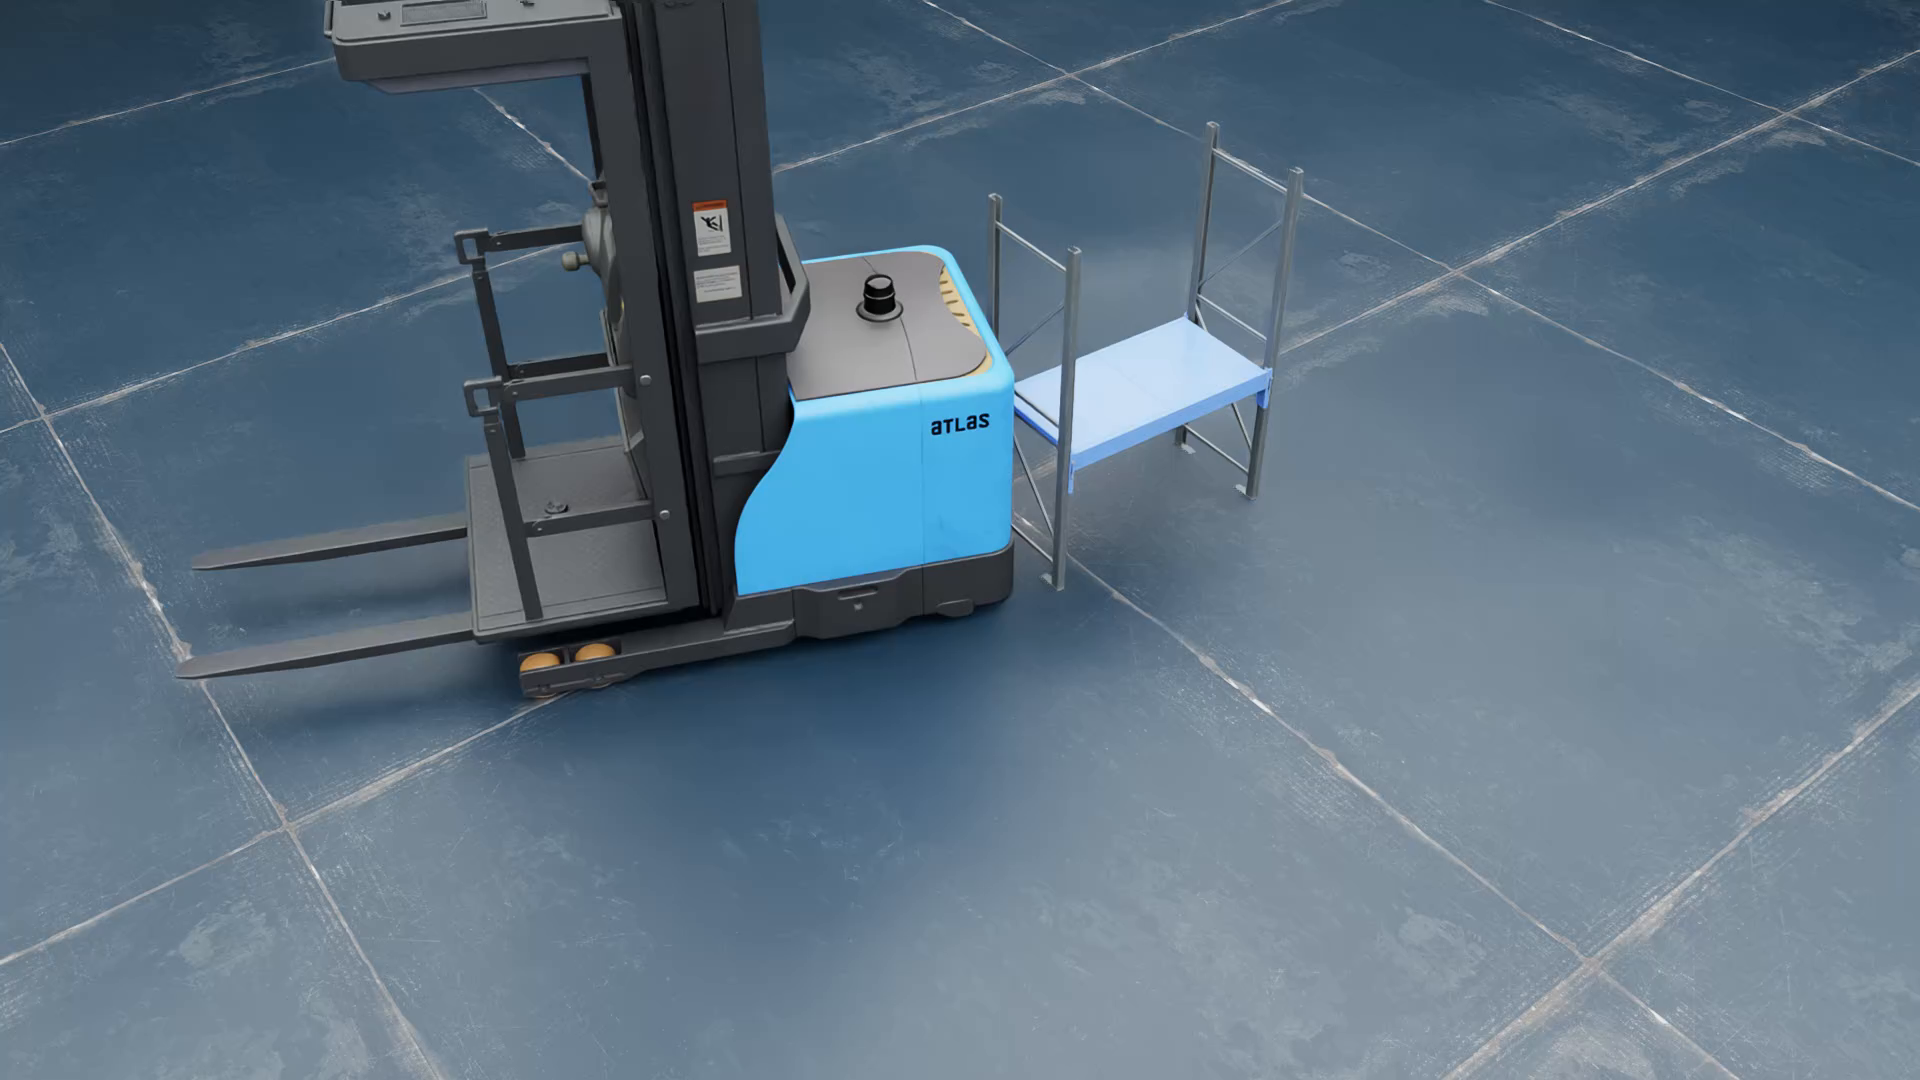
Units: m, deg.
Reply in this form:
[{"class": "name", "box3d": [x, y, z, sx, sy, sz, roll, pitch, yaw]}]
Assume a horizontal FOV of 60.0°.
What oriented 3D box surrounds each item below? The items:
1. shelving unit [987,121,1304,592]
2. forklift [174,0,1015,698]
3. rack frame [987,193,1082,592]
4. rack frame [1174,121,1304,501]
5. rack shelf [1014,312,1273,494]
[{"class": "shelving unit", "box3d": [0.672, -0.695, 6.415, 1.048, 1.500, 0.538, -24, 45, -26]}, {"class": "forklift", "box3d": [-1.369, -0.931, 5.575, 3.031, 2.935, 1.130, -10, 40, -11]}, {"class": "rack frame", "box3d": [0.254, -0.512, 6.191, 0.032, 1.500, 0.500, -24, 45, -26]}, {"class": "rack frame", "box3d": [1.090, -0.879, 6.638, 0.032, 1.500, 0.500, -24, 45, -26]}, {"class": "rack shelf", "box3d": [0.672, -0.556, 6.529, 1.000, 0.185, 0.538, -24, 45, -26]}]
